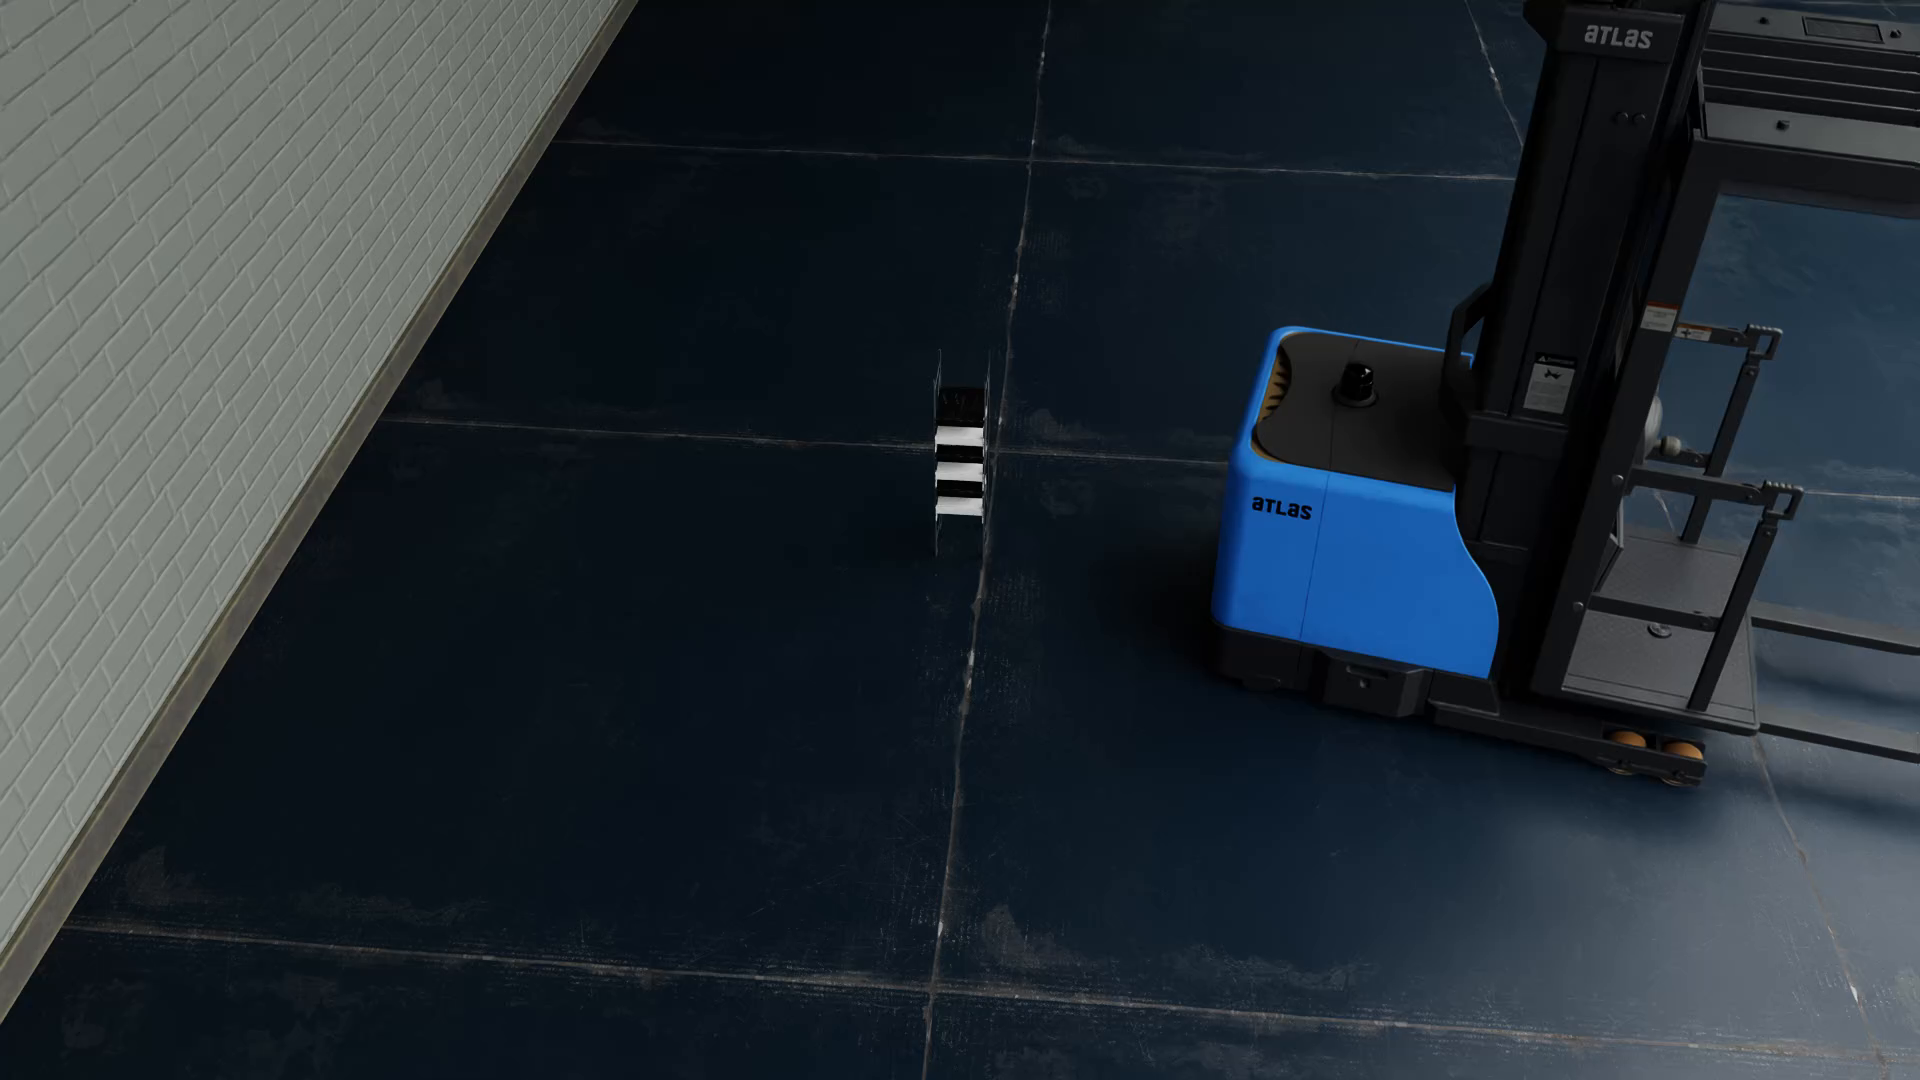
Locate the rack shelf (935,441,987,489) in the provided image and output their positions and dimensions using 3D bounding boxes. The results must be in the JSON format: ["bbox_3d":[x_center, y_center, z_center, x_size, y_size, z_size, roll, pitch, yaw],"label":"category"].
[{"bbox_3d":[0.008,-0.323,6.986,0.200,0.077,0.258,3,39,4],"label":"rack shelf"}]

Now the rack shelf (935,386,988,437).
[{"bbox_3d":[0.008,-0.532,6.816,0.200,0.077,0.258,3,39,4],"label":"rack shelf"}]

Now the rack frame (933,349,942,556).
[{"bbox_3d":[-0.093,-0.354,6.972,0.006,0.900,0.240,3,39,4],"label":"rack frame"}]

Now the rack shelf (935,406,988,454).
[{"bbox_3d":[0.008,-0.462,6.873,0.200,0.077,0.258,3,39,4],"label":"rack shelf"}]

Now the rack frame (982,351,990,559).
[{"bbox_3d":[0.109,-0.343,6.959,0.006,0.900,0.240,3,39,4],"label":"rack frame"}]

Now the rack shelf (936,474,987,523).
[{"bbox_3d":[0.008,-0.183,7.100,0.200,0.077,0.258,3,39,4],"label":"rack shelf"}]

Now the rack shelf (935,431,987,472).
[{"bbox_3d":[0.008,-0.393,6.930,0.200,0.077,0.258,3,39,4],"label":"rack shelf"}]

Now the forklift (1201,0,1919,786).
[{"bbox_3d":[2.528,-0.606,5.672,3.031,2.935,1.130,11,40,13],"label":"forklift"}]

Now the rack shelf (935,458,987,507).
[{"bbox_3d":[0.008,-0.253,7.043,0.200,0.077,0.258,3,39,4],"label":"rack shelf"}]

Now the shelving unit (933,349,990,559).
[{"bbox_3d":[0.008,-0.349,6.965,0.210,0.900,0.258,3,39,4],"label":"shelving unit"}]
